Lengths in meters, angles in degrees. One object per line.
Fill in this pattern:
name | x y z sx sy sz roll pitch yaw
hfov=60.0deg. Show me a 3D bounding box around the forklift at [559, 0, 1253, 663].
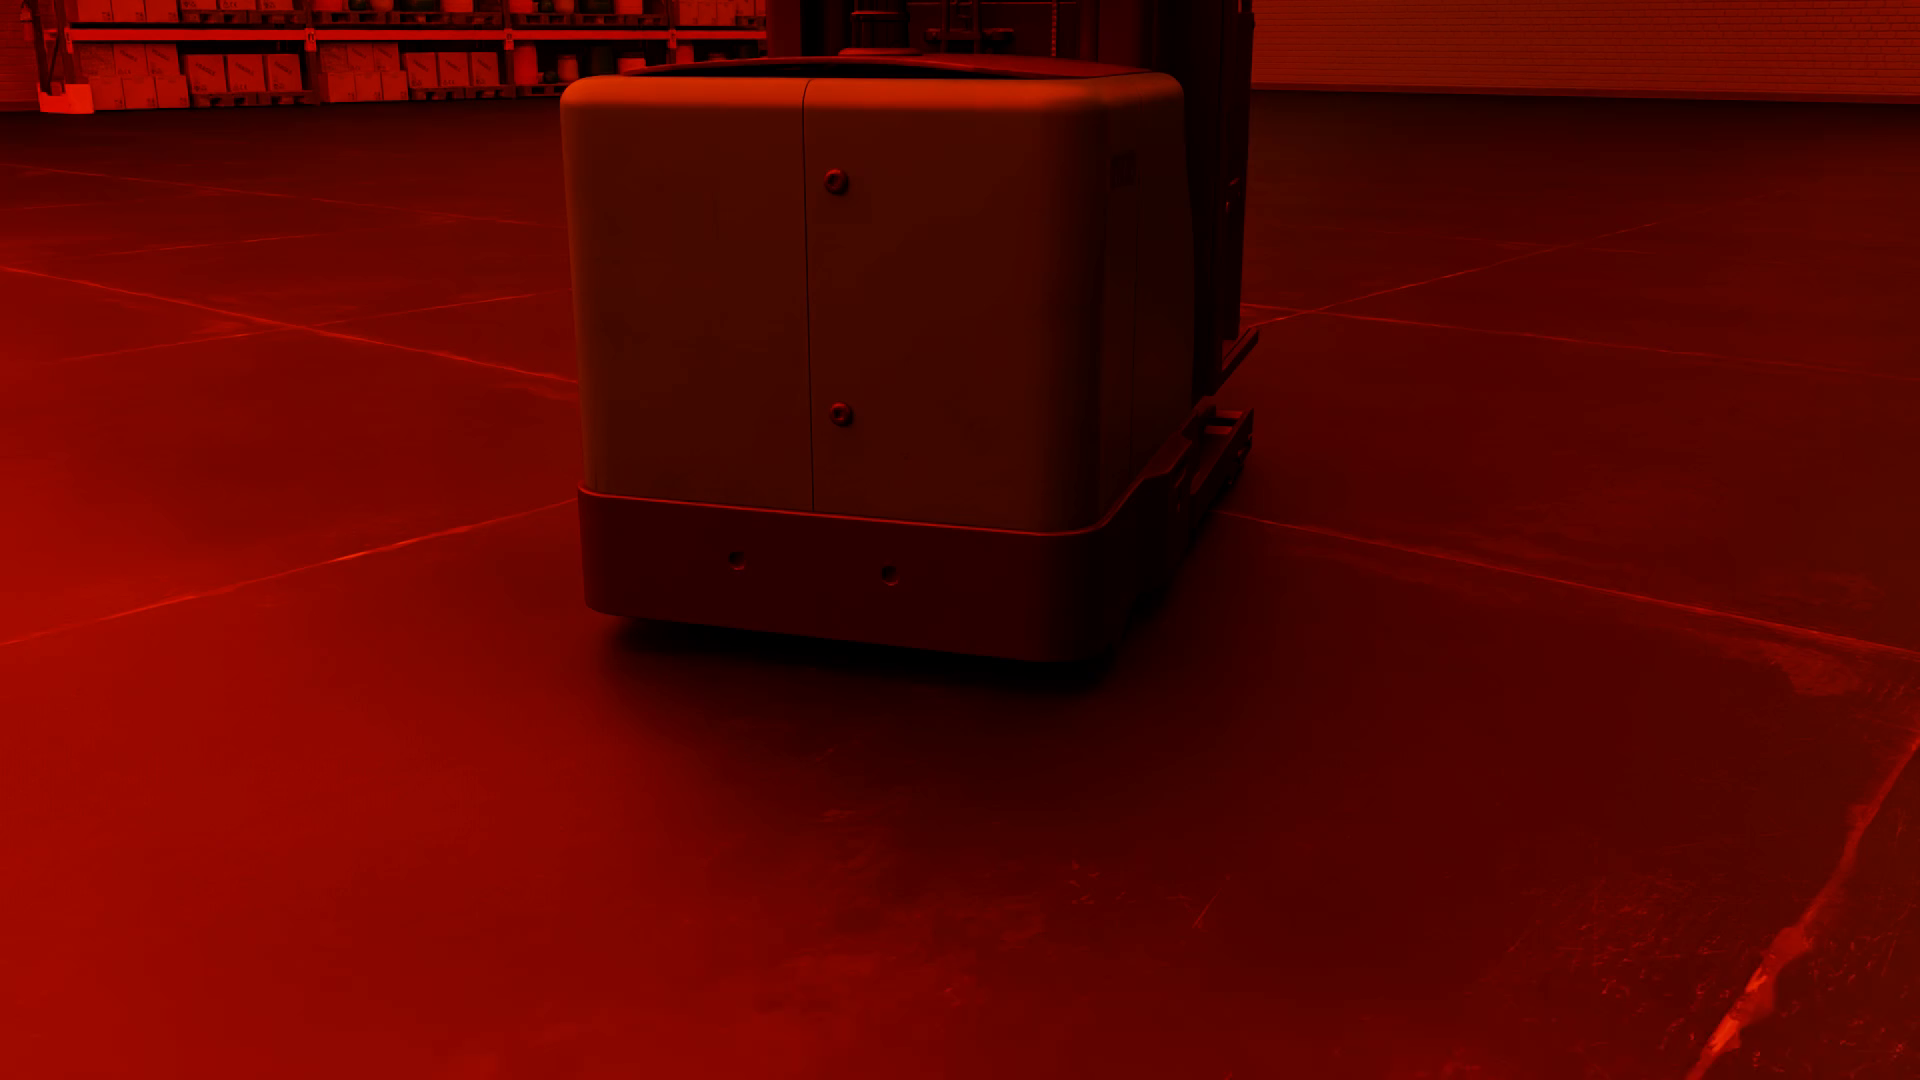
forklift | 0.019 -1.378 3.586 1.129 2.843 1.939 5 18 17
